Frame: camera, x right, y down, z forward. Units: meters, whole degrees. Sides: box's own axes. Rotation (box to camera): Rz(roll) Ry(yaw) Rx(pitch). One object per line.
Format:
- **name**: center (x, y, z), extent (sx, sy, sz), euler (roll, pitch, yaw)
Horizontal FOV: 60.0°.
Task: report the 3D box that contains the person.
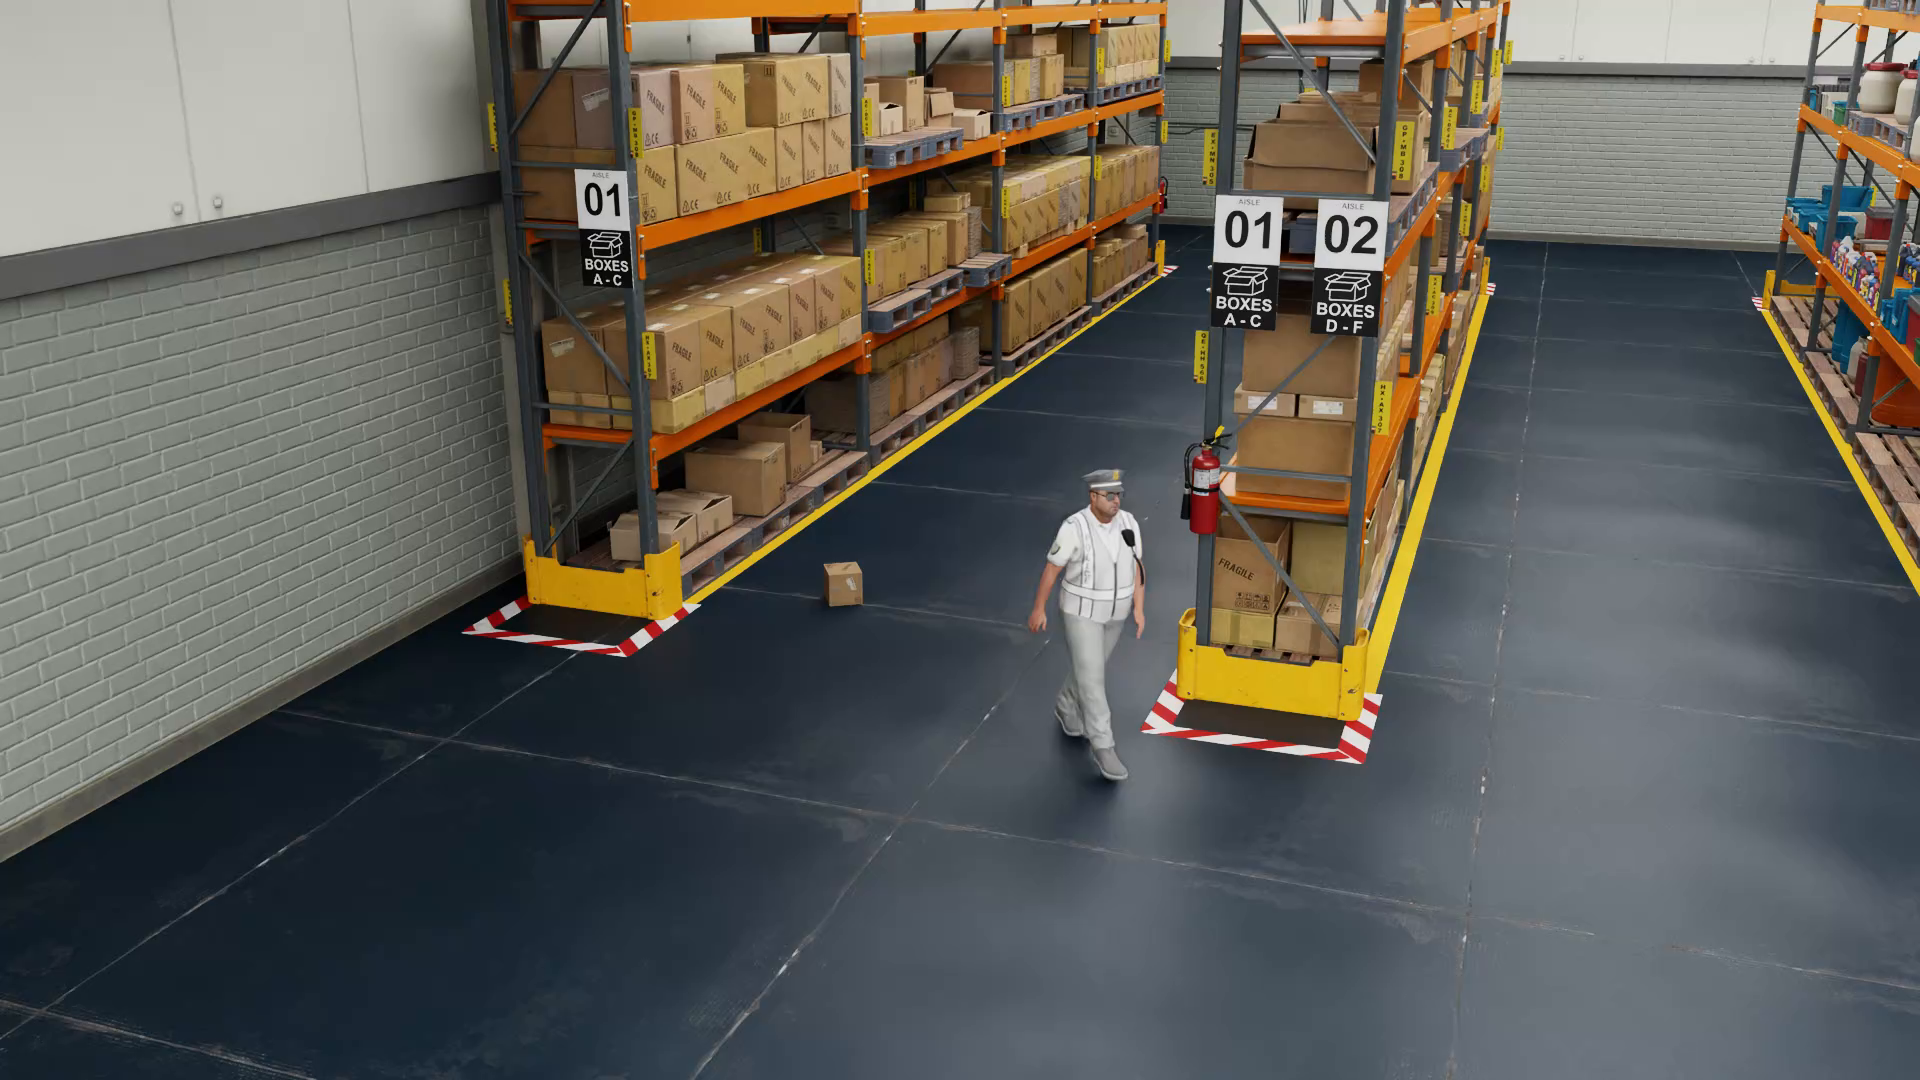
- **person**: center (0.821, 0.432, 9.685), extent (0.625, 1.725, 0.988), euler (-10, 21, -27)
